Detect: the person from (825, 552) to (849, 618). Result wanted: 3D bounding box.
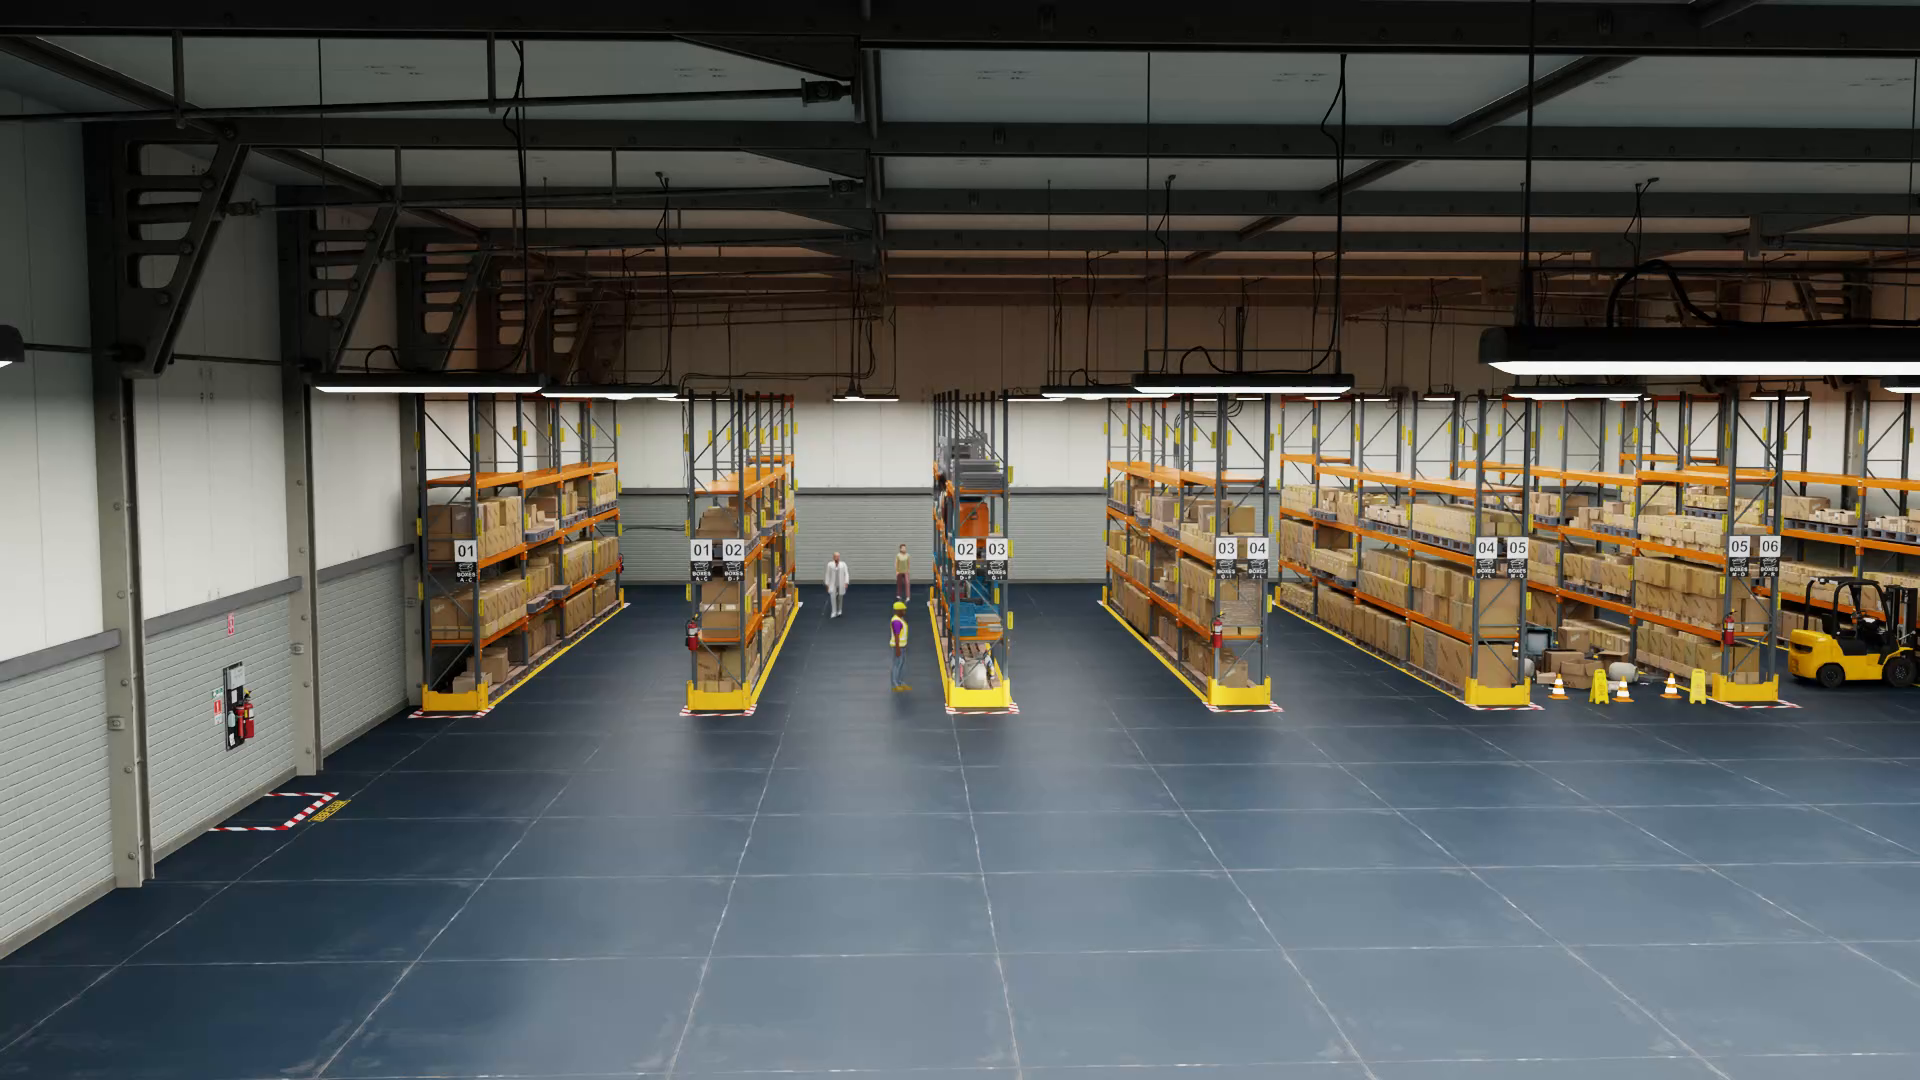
[{"bbox_3d":[-3.304,1.198,44.592,0.649,1.719,1.119,0,5,-3],"label":"person"}]

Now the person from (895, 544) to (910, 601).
[{"bbox_3d":[-1.662,0.943,48.424,0.463,1.620,0.957,-1,5,-13],"label":"person"}]

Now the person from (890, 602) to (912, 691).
[{"bbox_3d":[-1.175,2.111,32.945,0.429,1.774,0.591,1,5,7],"label":"person"}]

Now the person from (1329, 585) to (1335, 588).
[{"bbox_3d":[10.861,0.779,49.957,1.015,1.749,0.622,-1,5,-8],"label":"person"}]
